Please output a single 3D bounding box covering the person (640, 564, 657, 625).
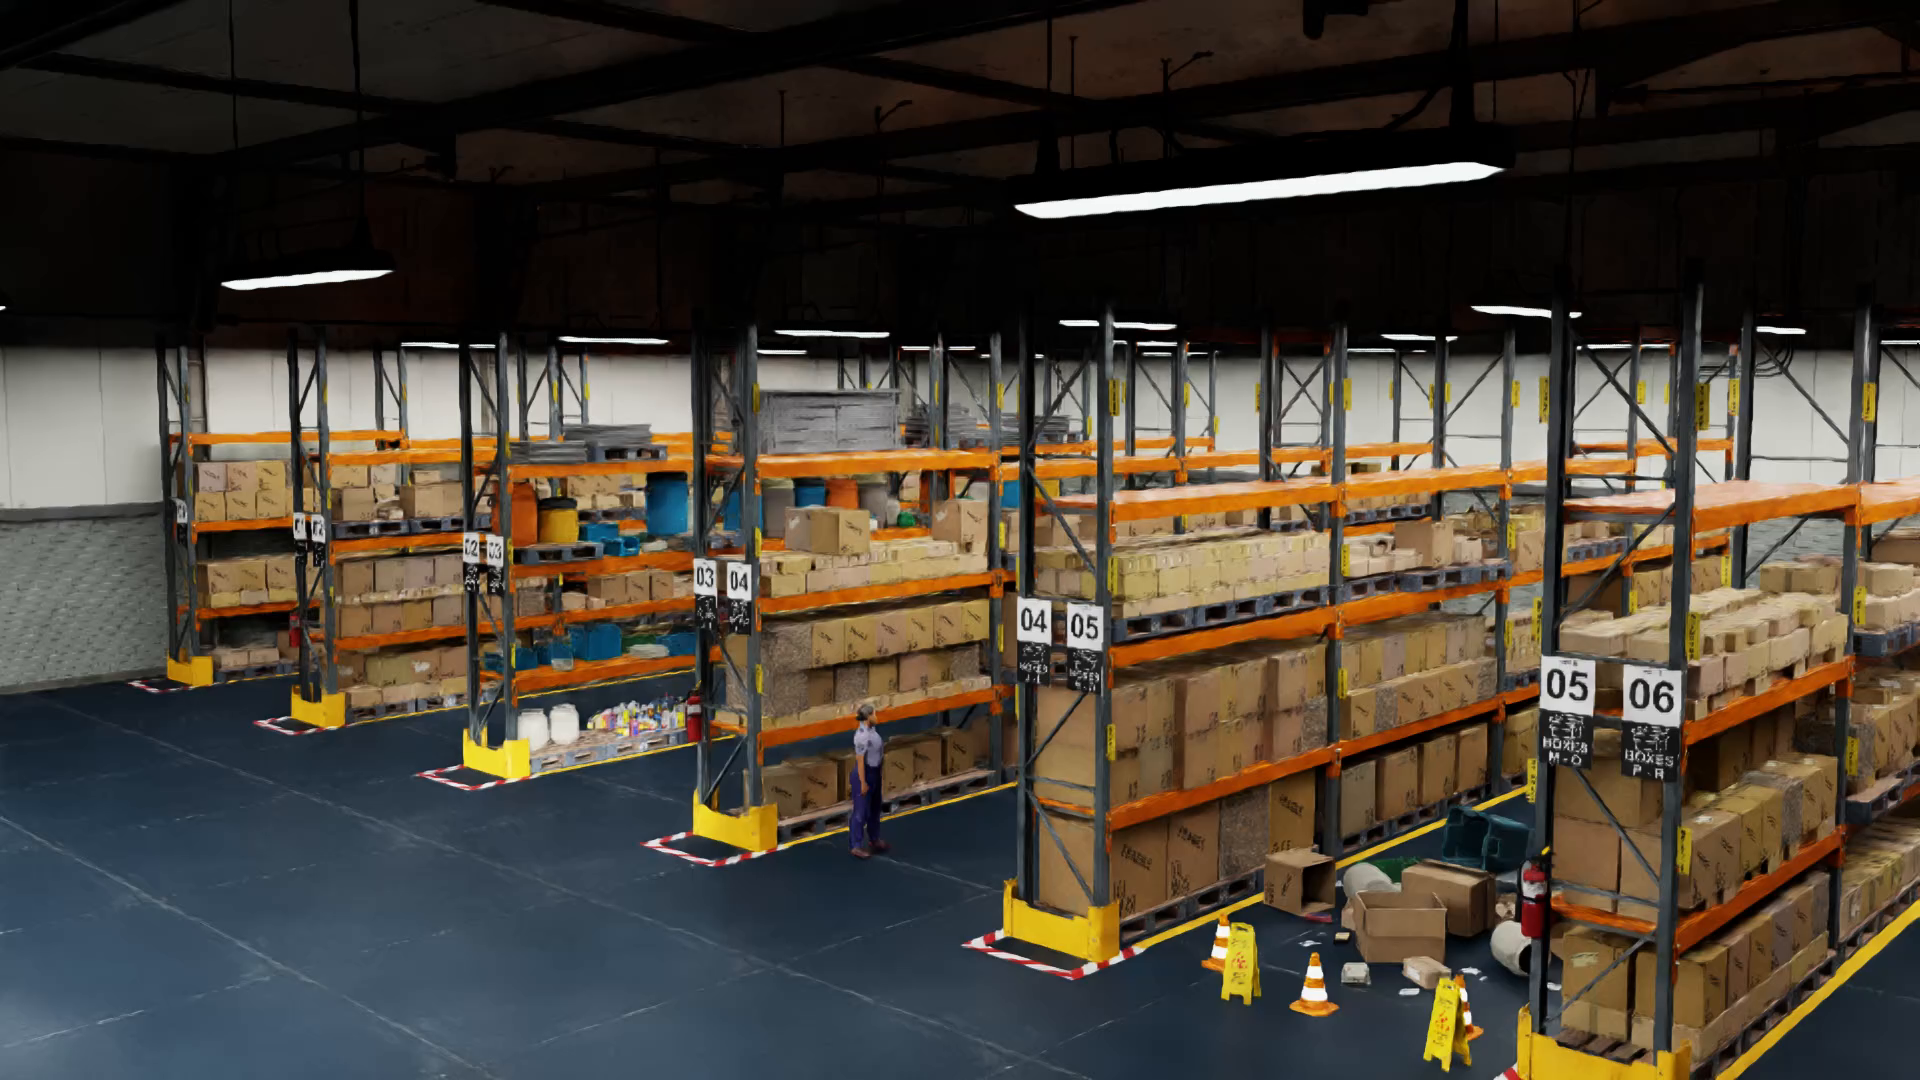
[{"bbox_3d":[-6.199,1.182,33.375,0.433,1.682,0.552,2,6,17],"label":"person"}]

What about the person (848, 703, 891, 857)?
[{"bbox_3d":[-0.991,2.625,18.300,0.424,1.635,0.526,1,5,12],"label":"person"}]
